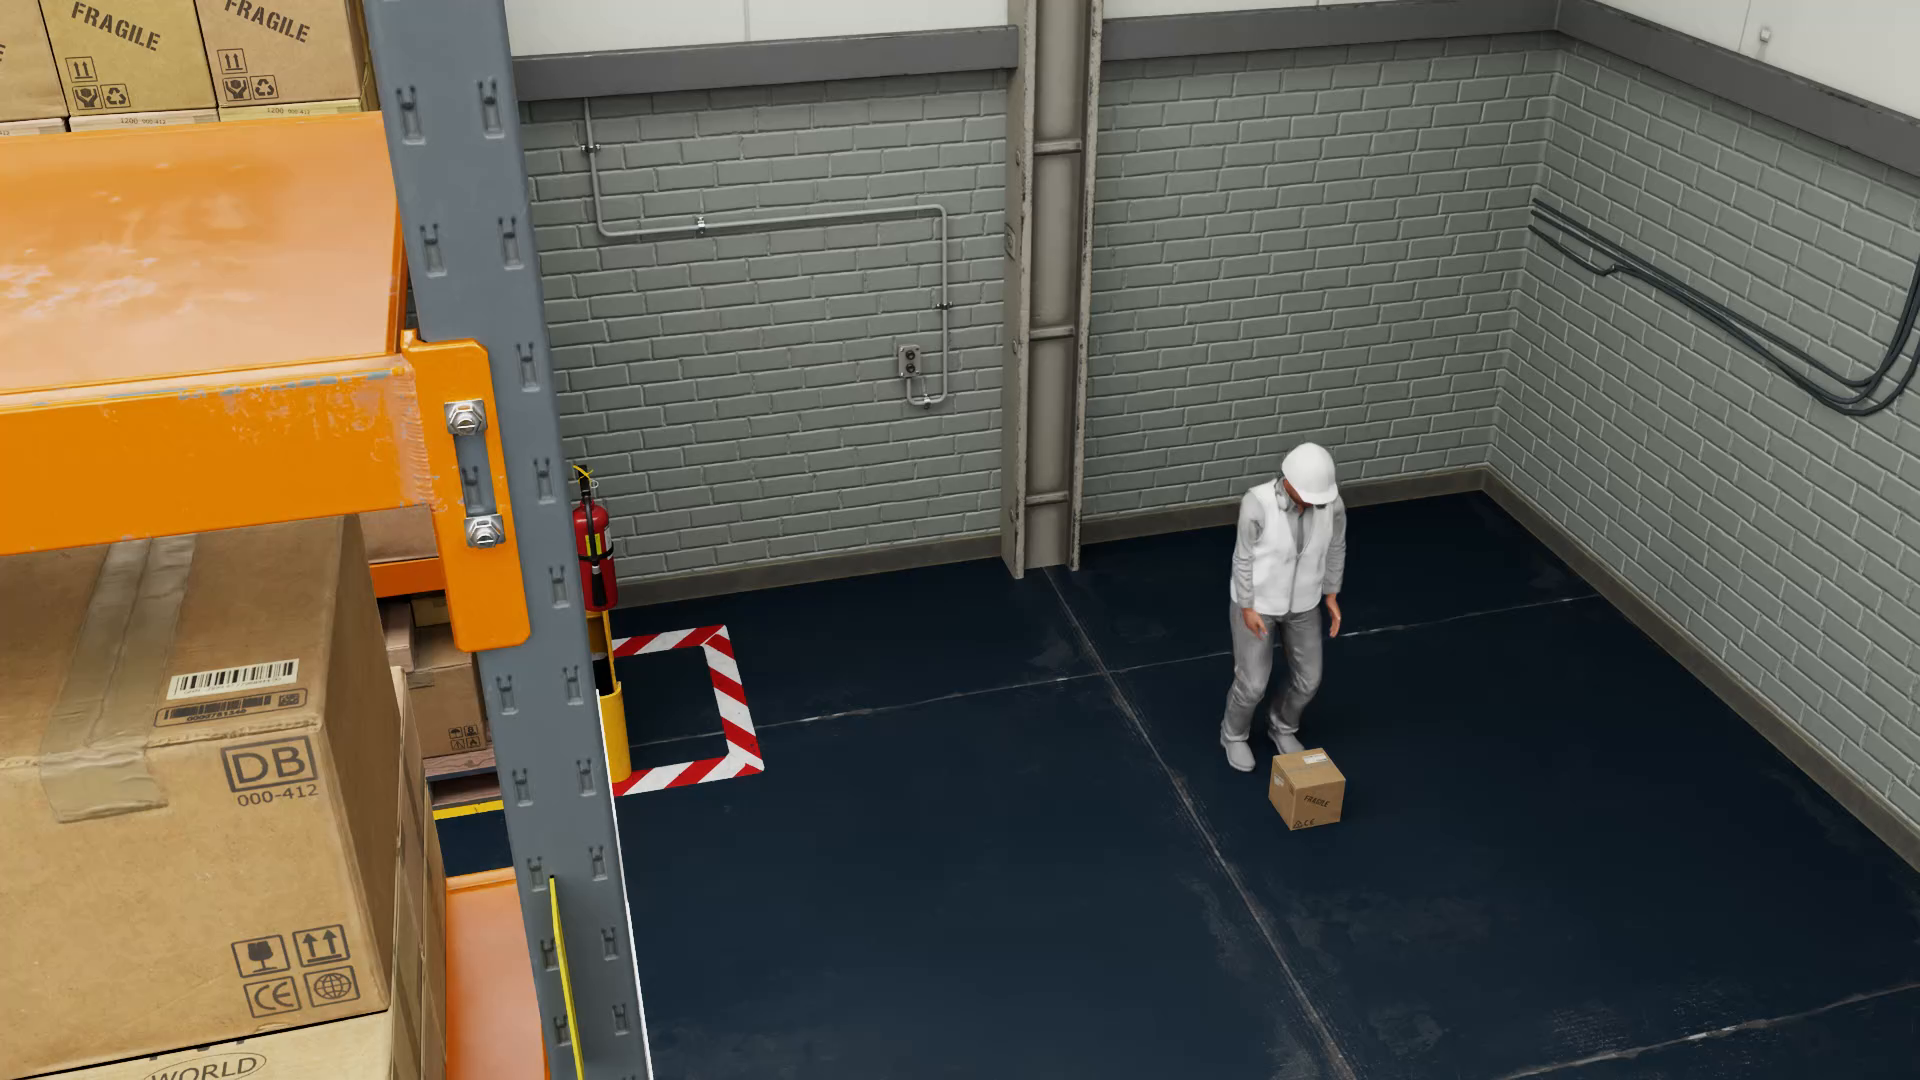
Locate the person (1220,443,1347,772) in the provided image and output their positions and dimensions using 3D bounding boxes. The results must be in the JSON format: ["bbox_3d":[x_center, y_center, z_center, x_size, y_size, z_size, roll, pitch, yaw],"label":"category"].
[{"bbox_3d":[1.519,0.291,7.765,0.556,1.729,0.457,-7,31,-12],"label":"person"}]
